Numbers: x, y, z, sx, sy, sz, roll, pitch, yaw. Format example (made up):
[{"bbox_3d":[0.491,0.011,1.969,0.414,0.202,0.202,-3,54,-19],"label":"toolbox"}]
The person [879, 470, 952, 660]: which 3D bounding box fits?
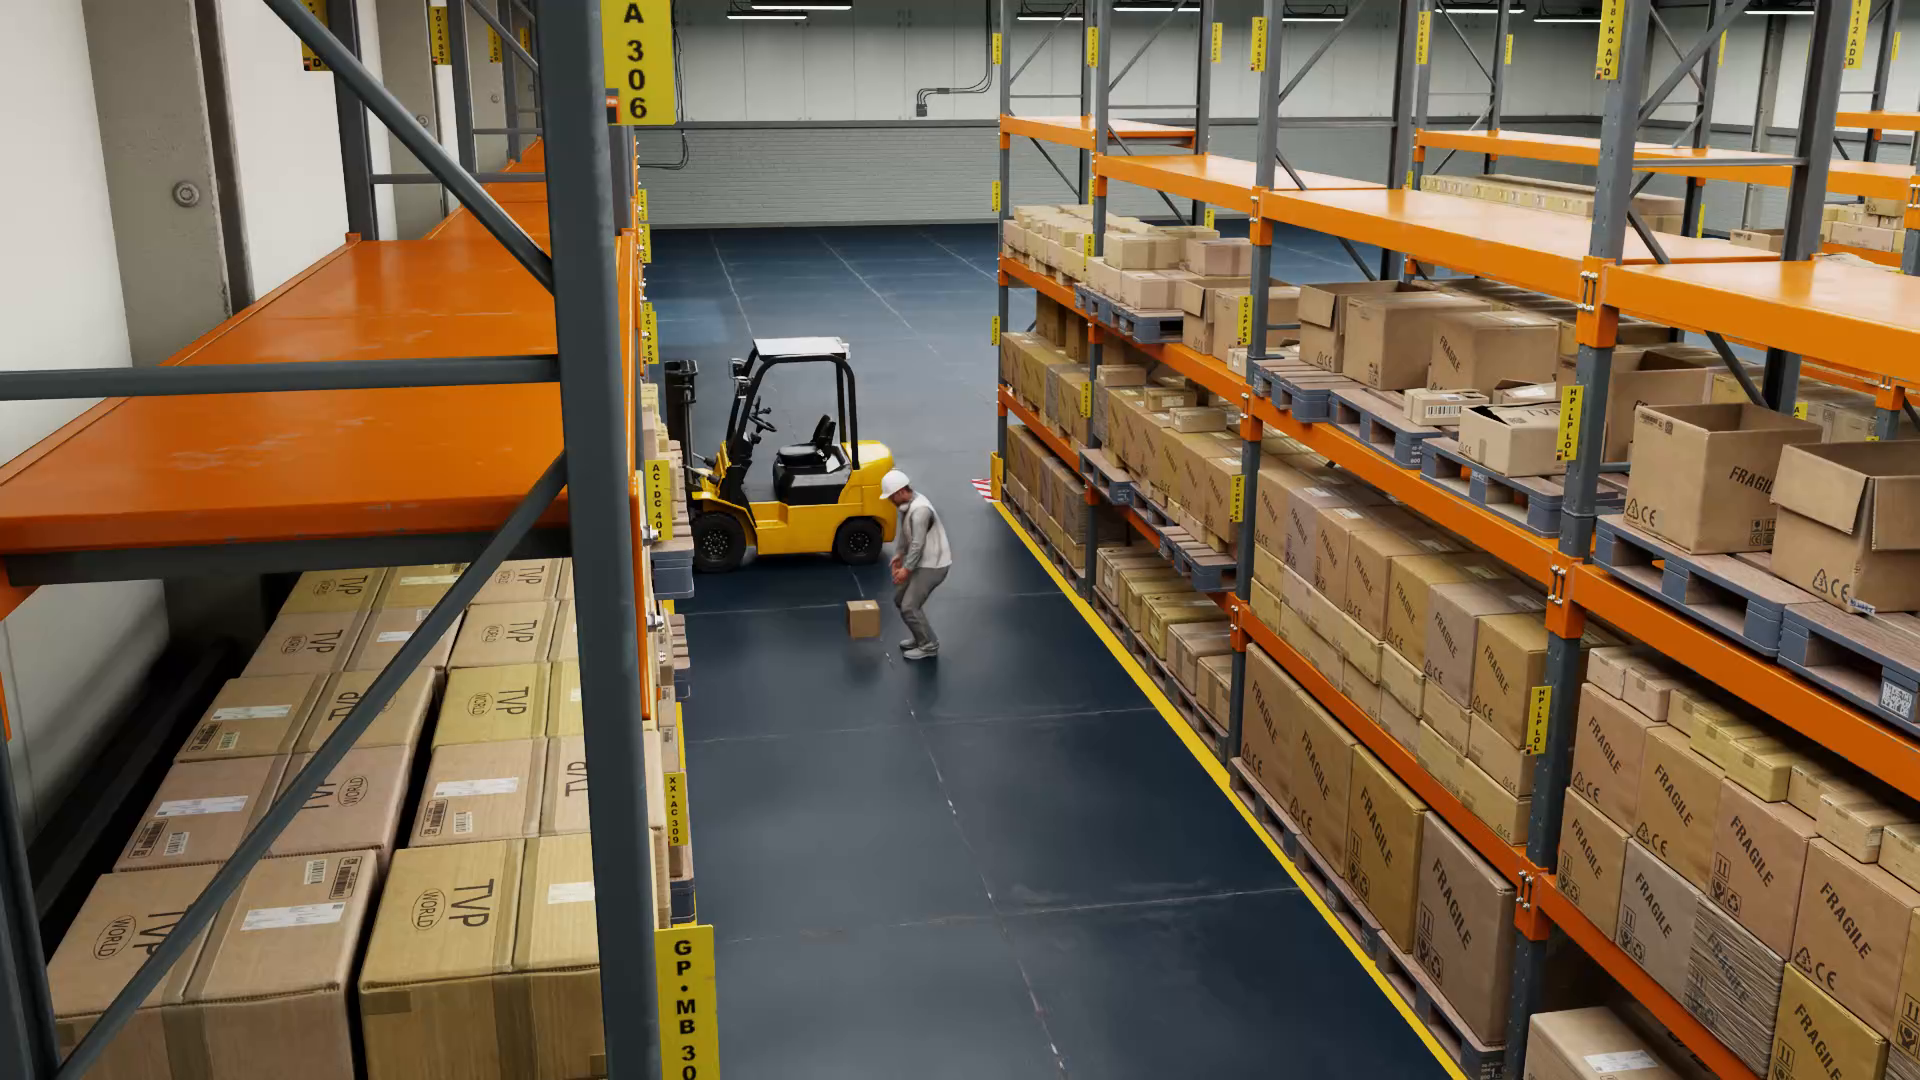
[{"bbox_3d":[-0.376,0.196,14.090,0.604,1.628,0.581,-3,16,-10],"label":"person"}]
